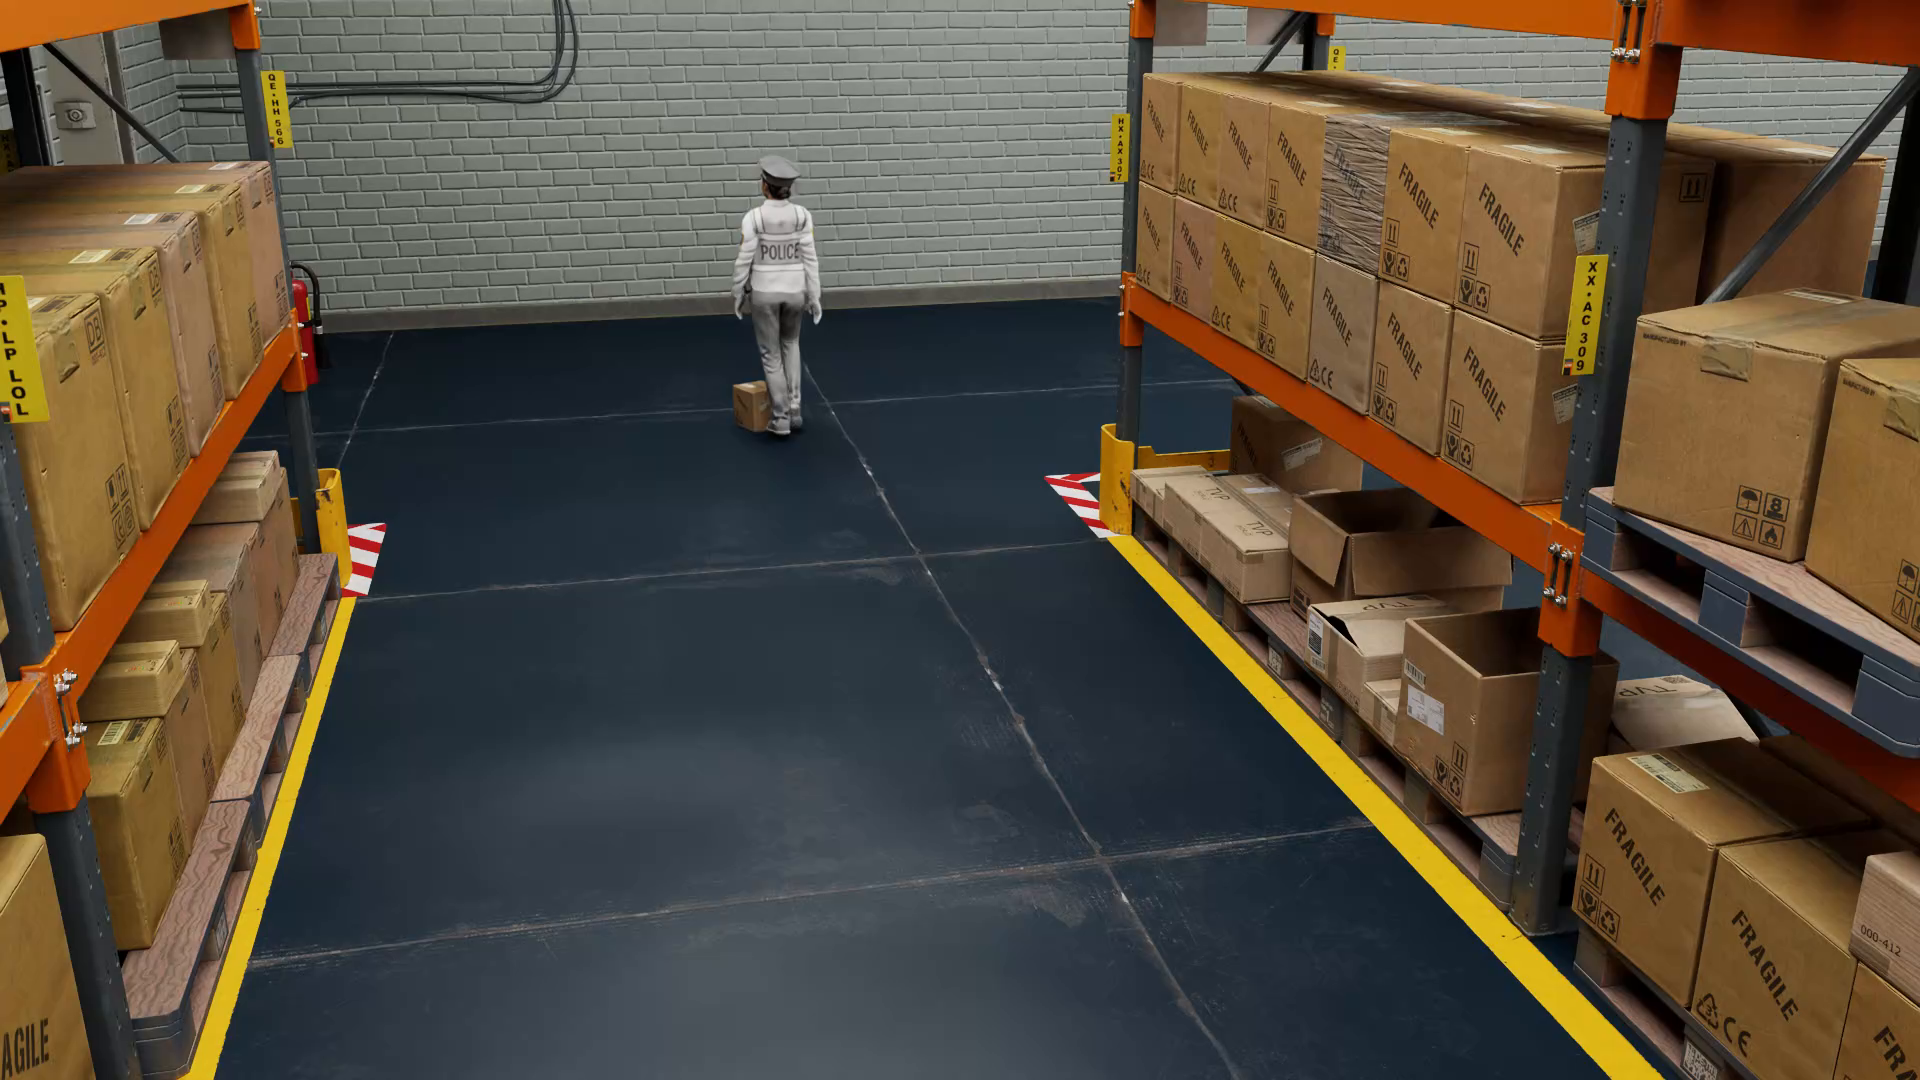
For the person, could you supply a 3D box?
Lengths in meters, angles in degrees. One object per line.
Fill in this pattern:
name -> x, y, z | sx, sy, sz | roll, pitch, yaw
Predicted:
person -> -1.134, -1.460, 10.131 | 0.515, 1.747, 0.492 | -9, 22, -23
